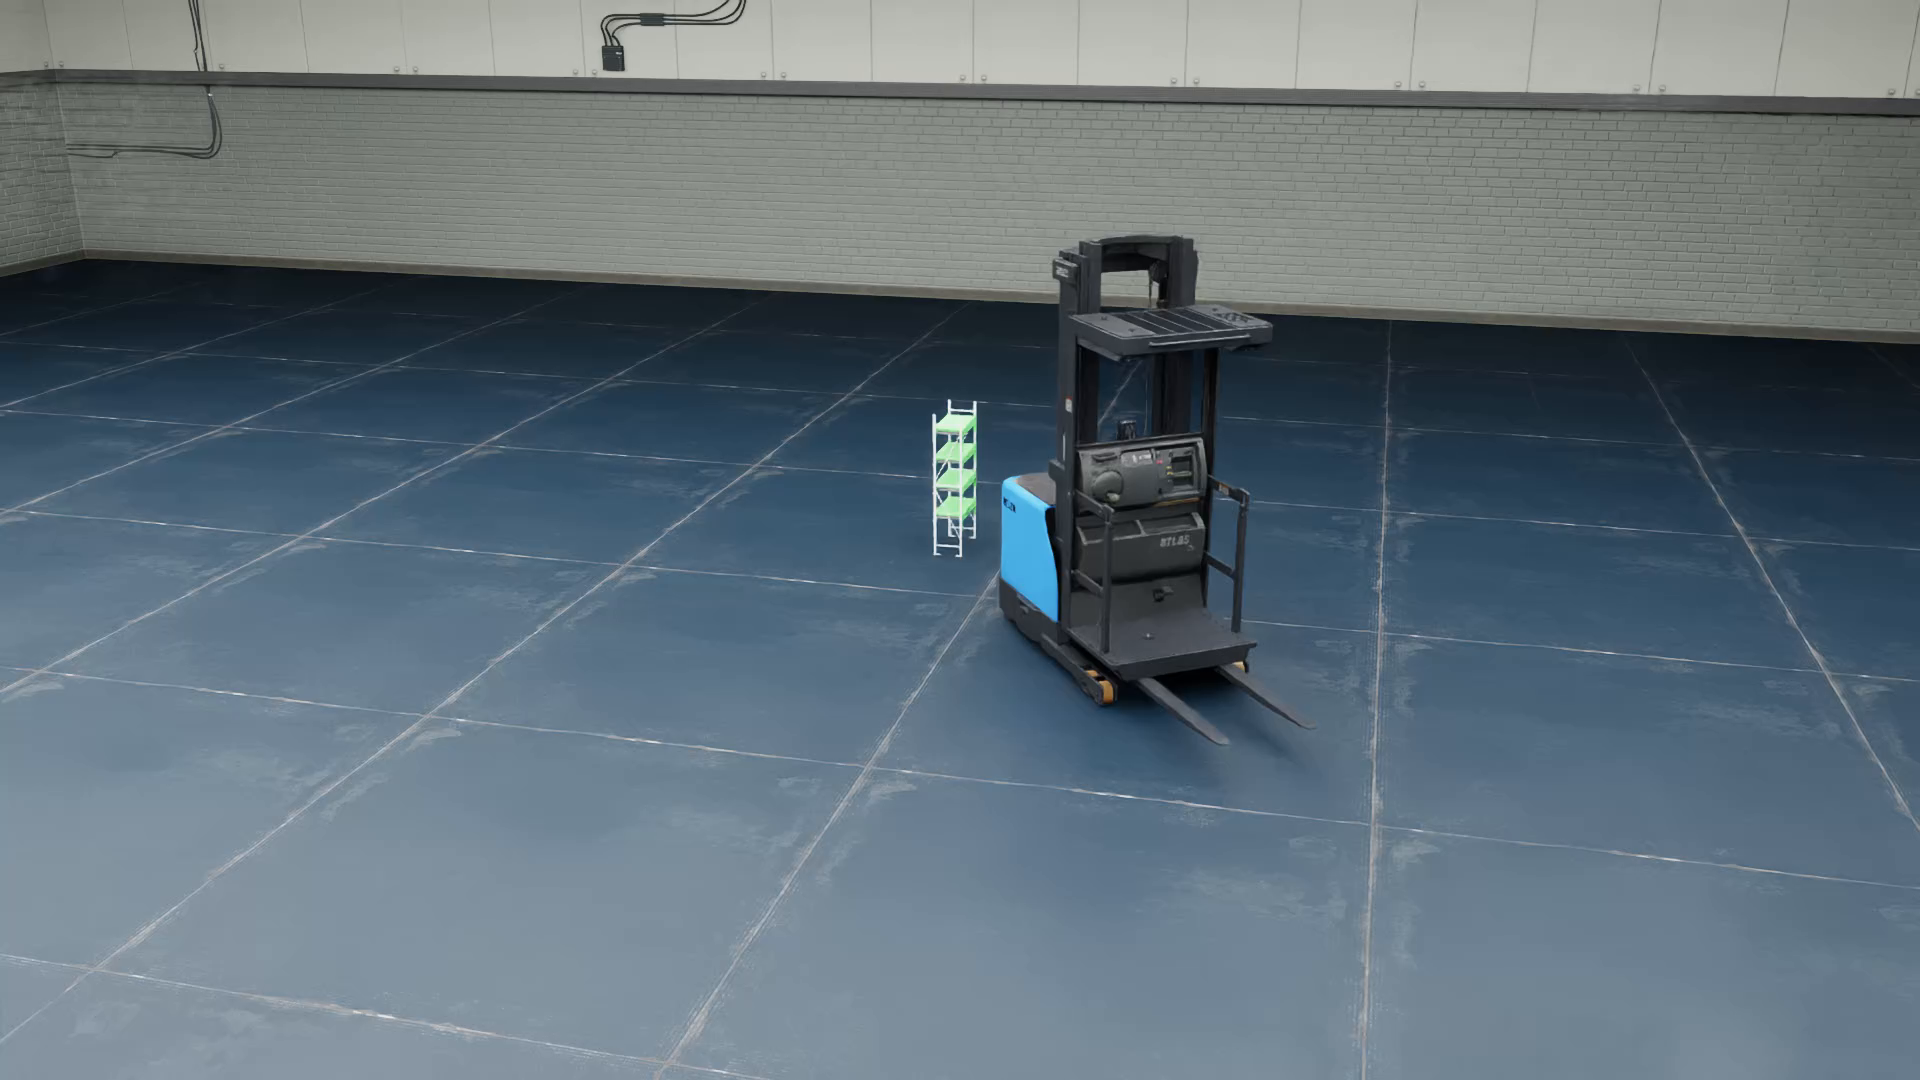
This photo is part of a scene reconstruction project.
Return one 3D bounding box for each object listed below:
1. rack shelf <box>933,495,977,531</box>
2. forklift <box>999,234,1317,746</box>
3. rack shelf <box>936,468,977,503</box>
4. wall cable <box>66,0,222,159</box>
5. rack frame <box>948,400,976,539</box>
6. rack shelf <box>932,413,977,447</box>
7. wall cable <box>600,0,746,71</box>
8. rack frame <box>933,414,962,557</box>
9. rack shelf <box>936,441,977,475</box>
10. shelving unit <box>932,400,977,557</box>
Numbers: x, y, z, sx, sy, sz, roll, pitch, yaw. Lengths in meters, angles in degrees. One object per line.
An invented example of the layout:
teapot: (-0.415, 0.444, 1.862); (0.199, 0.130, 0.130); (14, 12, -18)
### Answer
rack shelf: (-0.040, -0.228, 13.940); (0.258, 0.148, 0.480); (5, 19, 13)
forklift: (1.309, -0.447, 10.962); (1.130, 2.935, 3.031); (-7, 20, -20)
rack shelf: (-0.040, -0.455, 13.862); (0.258, 0.148, 0.480); (5, 19, 13)
wall cable: (-13.393, -7.432, 26.830); (3.097, 2.526, 0.112); (5, 19, 13)
rack frame: (0.019, -0.592, 14.066); (0.240, 1.200, 0.015); (5, 19, 13)
rack shelf: (-0.040, -0.910, 13.707); (0.258, 0.148, 0.480); (5, 19, 13)
wall cable: (-4.191, -9.757, 23.568); (2.305, 6.003, 0.169); (5, 19, 13)
rack frame: (-0.100, -0.439, 13.618); (0.240, 1.200, 0.015); (5, 19, 13)
rack shelf: (-0.040, -0.683, 13.785); (0.258, 0.148, 0.480); (5, 19, 13)
shelving unit: (-0.040, -0.516, 13.842); (0.258, 1.200, 0.503); (5, 19, 13)
